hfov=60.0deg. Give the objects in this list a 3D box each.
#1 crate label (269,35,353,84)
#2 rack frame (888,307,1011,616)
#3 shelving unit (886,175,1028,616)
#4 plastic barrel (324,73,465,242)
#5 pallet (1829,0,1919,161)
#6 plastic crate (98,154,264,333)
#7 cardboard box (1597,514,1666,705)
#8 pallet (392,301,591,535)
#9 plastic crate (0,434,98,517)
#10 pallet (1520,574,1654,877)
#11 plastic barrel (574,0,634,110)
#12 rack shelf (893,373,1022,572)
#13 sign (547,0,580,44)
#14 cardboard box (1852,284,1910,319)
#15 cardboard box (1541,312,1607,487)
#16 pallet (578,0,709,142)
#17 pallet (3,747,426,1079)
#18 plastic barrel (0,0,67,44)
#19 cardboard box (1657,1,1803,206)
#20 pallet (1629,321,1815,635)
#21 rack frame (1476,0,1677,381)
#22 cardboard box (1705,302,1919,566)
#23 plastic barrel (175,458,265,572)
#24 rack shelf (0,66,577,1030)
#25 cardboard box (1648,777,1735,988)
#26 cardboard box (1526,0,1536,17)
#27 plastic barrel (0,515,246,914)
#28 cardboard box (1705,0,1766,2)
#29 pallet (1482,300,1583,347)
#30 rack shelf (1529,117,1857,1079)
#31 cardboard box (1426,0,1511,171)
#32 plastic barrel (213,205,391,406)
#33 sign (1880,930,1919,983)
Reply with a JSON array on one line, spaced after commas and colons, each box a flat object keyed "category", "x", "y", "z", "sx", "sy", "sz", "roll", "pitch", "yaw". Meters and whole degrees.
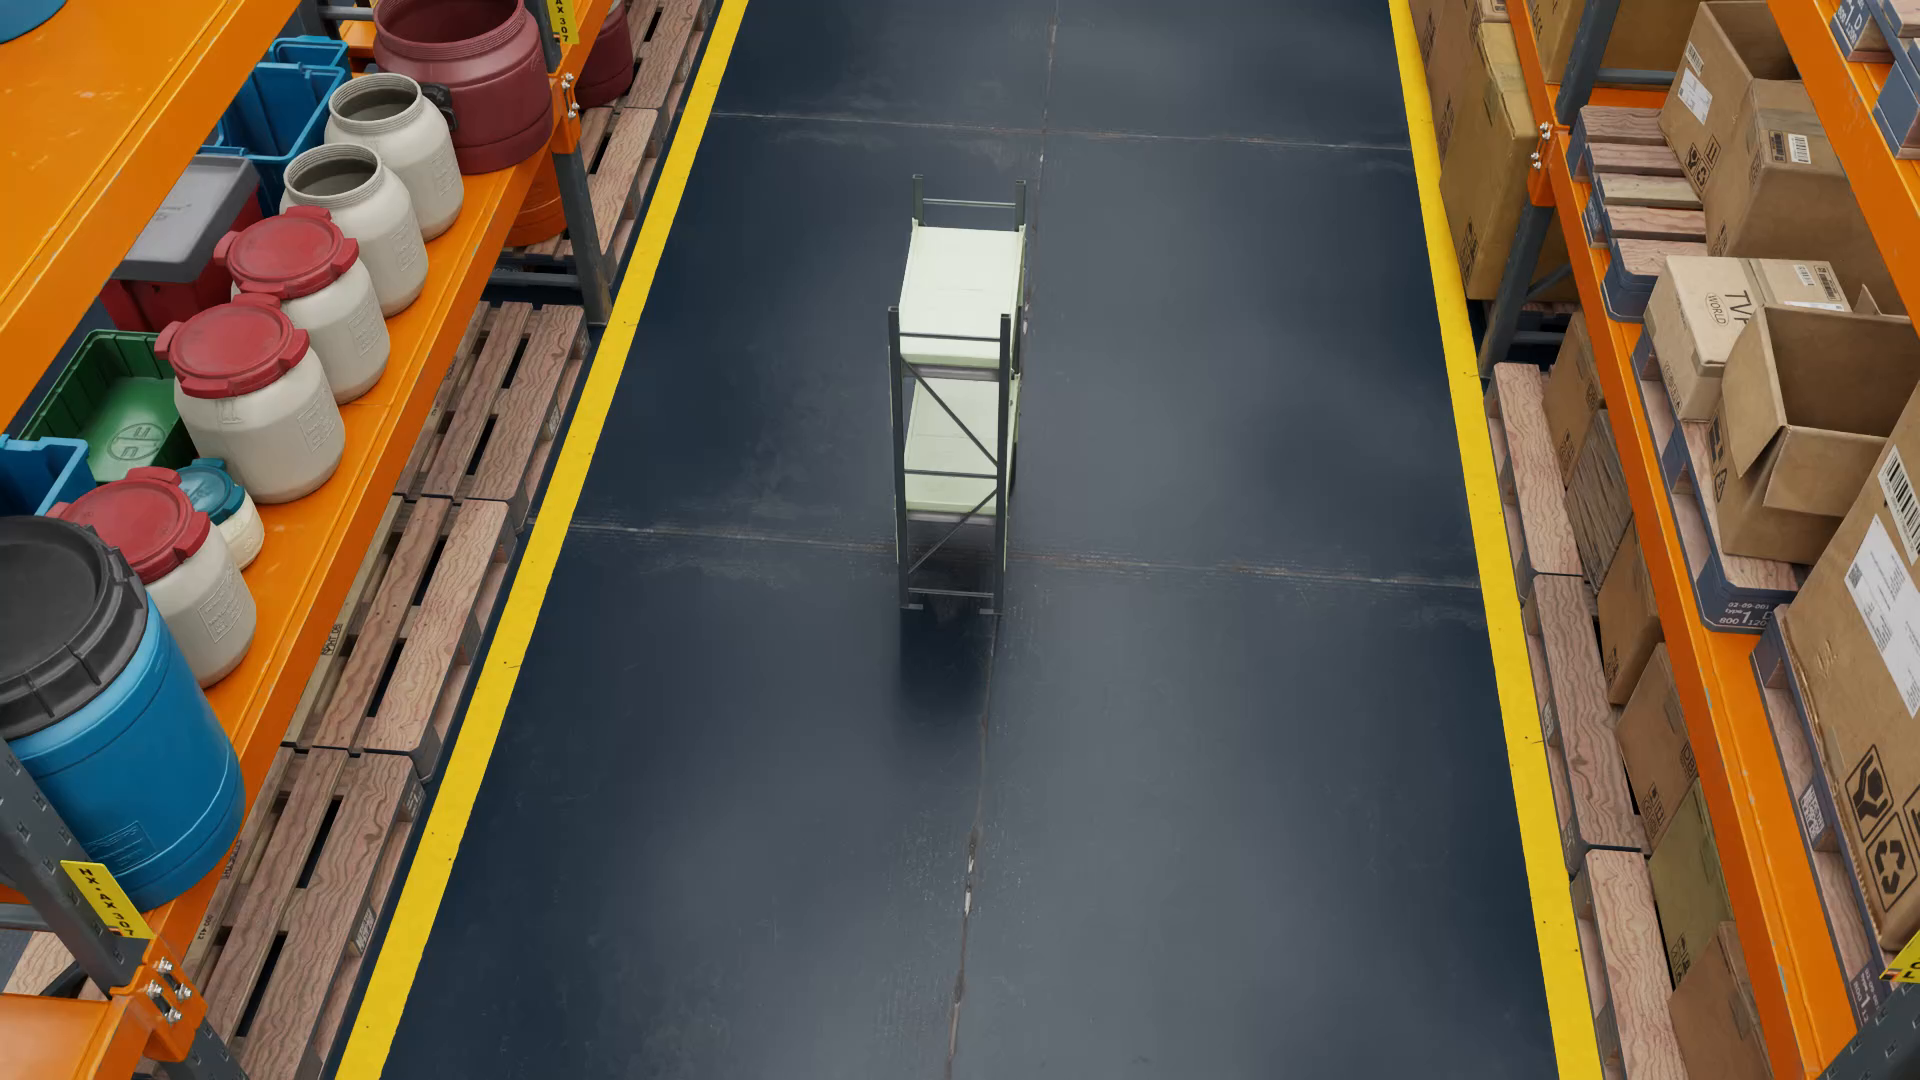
[{"category": "crate label", "x": -2.528, "y": -1.730, "z": 6.413, "sx": 0.303, "sy": 0.233, "sz": 0.416, "roll": 4, "pitch": 48, "yaw": 4}, {"category": "rack frame", "x": -0.034, "y": -0.232, "z": 5.946, "sx": 0.400, "sy": 1.500, "sz": 0.023, "roll": 4, "pitch": 48, "yaw": 4}, {"category": "shelving unit", "x": -0.001, "y": -0.501, "z": 6.192, "sx": 0.431, "sy": 1.500, "sz": 0.755, "roll": 4, "pitch": 48, "yaw": 4}, {"category": "plastic barrel", "x": -1.997, "y": -1.338, "z": 5.865, "sx": 0.421, "sy": 0.512, "sz": 0.421, "roll": 0, "pitch": 48, "yaw": 0}, {"category": "pallet", "x": 2.706, "y": -0.956, "z": 3.686, "sx": 1.213, "sy": 0.211, "sz": 1.003, "roll": 4, "pitch": 48, "yaw": 4}, {"category": "plastic crate", "x": -2.568, "y": -0.925, "z": 5.520, "sx": 0.402, "sy": 0.464, "sz": 0.583, "roll": 4, "pitch": 48, "yaw": 4}, {"category": "cardboard box", "x": 2.693, "y": 0.277, "z": 5.860, "sx": 0.700, "sy": 0.500, "sz": 0.500, "roll": 7, "pitch": 48, "yaw": 7}, {"category": "pallet", "x": -2.225, "y": -0.563, "z": 7.122, "sx": 1.003, "sy": 0.211, "sz": 1.213, "roll": 4, "pitch": 48, "yaw": 4}, {"category": "plastic crate", "x": -2.690, "y": 0.043, "z": 4.689, "sx": 0.392, "sy": 0.384, "sz": 0.575, "roll": 4, "pitch": 48, "yaw": 4}, {"category": "pallet", "x": 2.630, "y": 0.672, "z": 5.992, "sx": 1.003, "sy": 0.211, "sz": 1.213, "roll": 4, "pitch": 48, "yaw": 4}, {"category": "plastic barrel", "x": -1.985, "y": -2.589, "z": 8.435, "sx": 0.600, "sy": 0.588, "sz": 0.708, "roll": 4, "pitch": 48, "yaw": 4}, {"category": "rack shelf", "x": -0.001, "y": -0.281, "z": 6.433, "sx": 0.431, "sy": 0.370, "sz": 0.720, "roll": 4, "pitch": 48, "yaw": 4}, {"category": "sign", "x": -1.567, "y": -2.094, "z": 6.522, "sx": 0.100, "sy": 0.325, "sz": 0.005, "roll": 4, "pitch": 48, "yaw": 4}, {"category": "cardboard box", "x": 2.933, "y": -0.590, "z": 5.064, "sx": 0.396, "sy": 0.266, "sz": 0.258, "roll": 3, "pitch": 48, "yaw": 2}, {"category": "cardboard box", "x": 2.775, "y": -0.549, "z": 6.615, "sx": 0.700, "sy": 0.500, "sz": 0.500, "roll": 2, "pitch": 48, "yaw": 1}, {"category": "pallet", "x": -1.972, "y": -2.606, "z": 8.990, "sx": 1.003, "sy": 0.211, "sz": 1.213, "roll": 4, "pitch": 48, "yaw": 4}, {"category": "pallet", "x": -2.448, "y": 1.230, "z": 5.482, "sx": 1.003, "sy": 0.211, "sz": 1.213, "roll": 4, "pitch": 48, "yaw": 4}, {"category": "plastic barrel", "x": -2.531, "y": -1.662, "z": 3.865, "sx": 0.600, "sy": 0.901, "sz": 0.708, "roll": 4, "pitch": 48, "yaw": 4}, {"category": "cardboard box", "x": 2.807, "y": -1.513, "z": 5.749, "sx": 0.500, "sy": 0.500, "sz": 0.500, "roll": -1, "pitch": 48, "yaw": -1}, {"category": "pallet", "x": 2.677, "y": -0.215, "z": 5.044, "sx": 1.003, "sy": 0.211, "sz": 1.213, "roll": 4, "pitch": 48, "yaw": 4}, {"category": "rack frame", "x": 2.816, "y": -1.737, "z": 6.306, "sx": 1.000, "sy": 3.000, "sz": 0.127, "roll": 4, "pitch": 48, "yaw": 4}, {"category": "cardboard box", "x": 2.518, "y": -0.255, "z": 4.596, "sx": 0.797, "sy": 0.503, "sz": 0.637, "roll": 8, "pitch": 48, "yaw": 8}, {"category": "plastic barrel", "x": -2.207, "y": -0.047, "z": 4.854, "sx": 0.301, "sy": 0.262, "sz": 0.301, "roll": 0, "pitch": 48, "yaw": 0}, {"category": "rack shelf", "x": -2.298, "y": -0.358, "z": 5.532, "sx": 1.077, "sy": 0.370, "sz": 4.000, "roll": 4, "pitch": 48, "yaw": 4}, {"category": "cardboard box", "x": 2.591, "y": 1.098, "z": 5.109, "sx": 0.700, "sy": 0.500, "sz": 0.500, "roll": 4, "pitch": 48, "yaw": 3}, {"category": "cardboard box", "x": 2.666, "y": -2.516, "z": 6.951, "sx": 0.500, "sy": 0.500, "sz": 0.500, "roll": 3, "pitch": 48, "yaw": 3}, {"category": "plastic barrel", "x": -2.144, "y": 0.436, "z": 3.979, "sx": 0.600, "sy": 0.901, "sz": 0.708, "roll": 4, "pitch": 48, "yaw": 4}, {"category": "cardboard box", "x": 3.132, "y": -2.110, "z": 6.579, "sx": 0.500, "sy": 0.500, "sz": 0.500, "roll": 5, "pitch": 48, "yaw": 5}, {"category": "pallet", "x": 2.963, "y": -1.371, "z": 7.860, "sx": 1.003, "sy": 0.211, "sz": 1.213, "roll": 4, "pitch": 48, "yaw": 4}, {"category": "rack shelf", "x": 2.634, "y": -0.025, "z": 5.228, "sx": 1.077, "sy": 0.370, "sz": 4.000, "roll": 4, "pitch": 48, "yaw": 4}, {"category": "cardboard box", "x": 2.989, "y": -2.322, "z": 7.997, "sx": 1.225, "sy": 0.875, "sz": 0.875, "roll": 4, "pitch": 48, "yaw": 4}, {"category": "plastic barrel", "x": -2.069, "y": -0.722, "z": 5.286, "sx": 0.433, "sy": 0.535, "sz": 0.433, "roll": 0, "pitch": 48, "yaw": 0}, {"category": "sign", "x": 1.899, "y": 0.776, "z": 3.222, "sx": 0.100, "sy": 0.325, "sz": 0.005, "roll": 4, "pitch": 48, "yaw": 4}]
